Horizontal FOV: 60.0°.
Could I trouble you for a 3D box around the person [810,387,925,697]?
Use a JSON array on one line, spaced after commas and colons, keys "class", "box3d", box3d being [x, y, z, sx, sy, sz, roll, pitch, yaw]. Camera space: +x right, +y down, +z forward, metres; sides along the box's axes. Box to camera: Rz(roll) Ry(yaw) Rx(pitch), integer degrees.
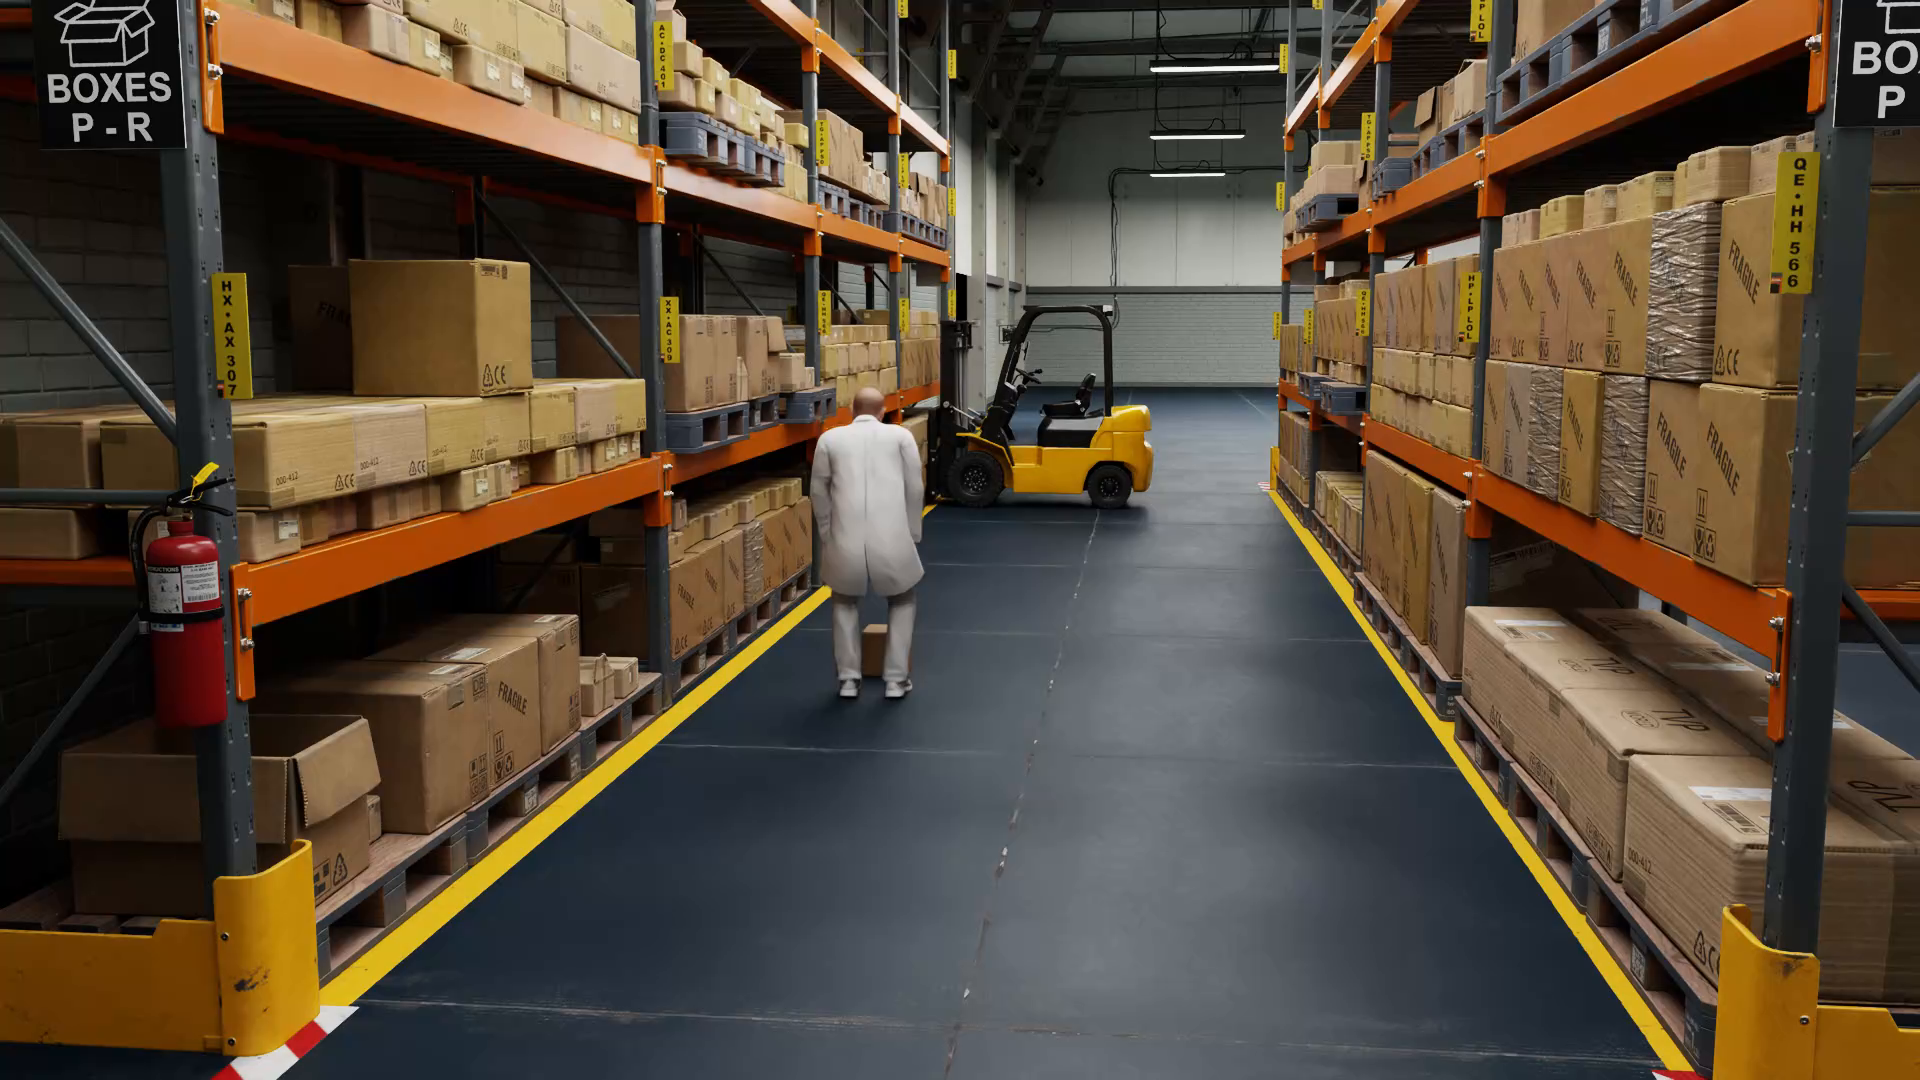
[{"class": "person", "box3d": [-0.497, 0.012, 8.847, 0.617, 1.634, 0.543, 1, 7, 6]}]
